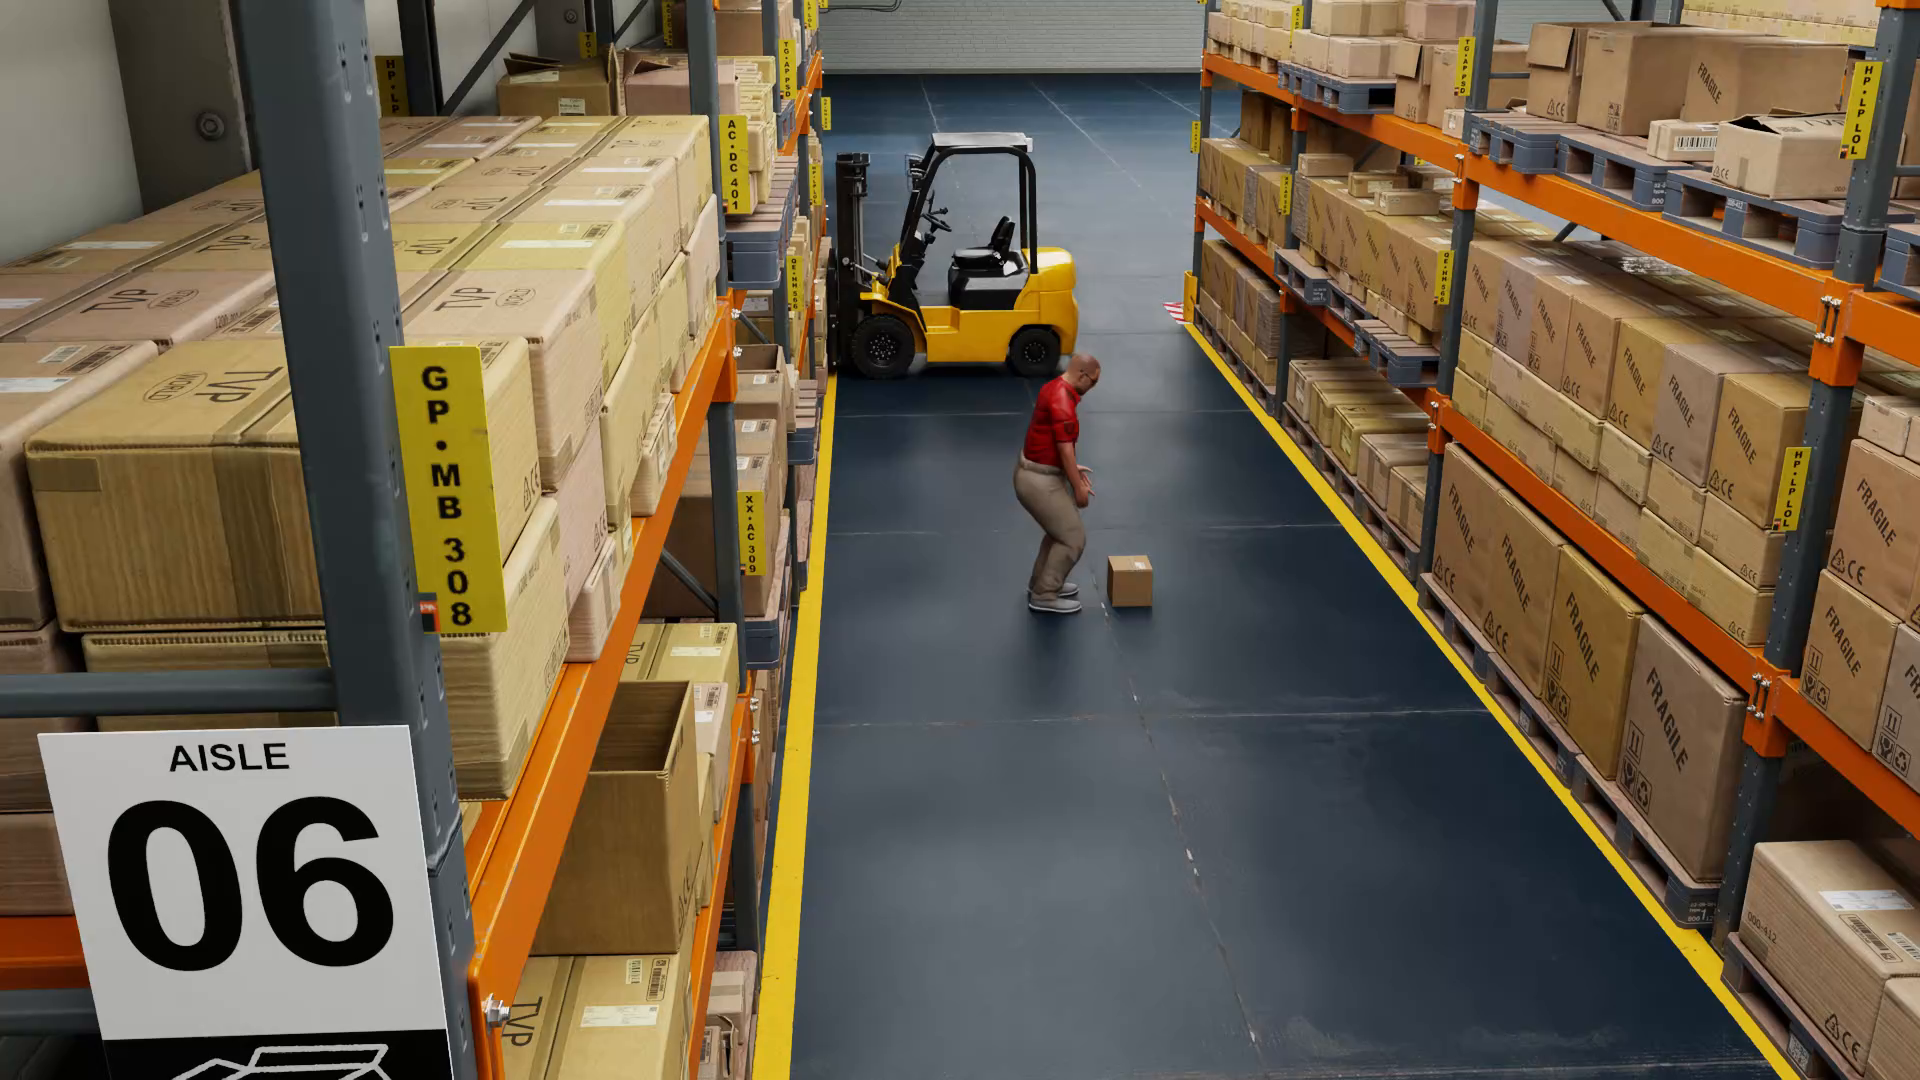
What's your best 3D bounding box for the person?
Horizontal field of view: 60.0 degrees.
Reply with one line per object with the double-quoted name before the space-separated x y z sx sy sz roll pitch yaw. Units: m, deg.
"person" 0.590 -0.367 10.298 0.526 1.602 0.575 -1 20 -2
